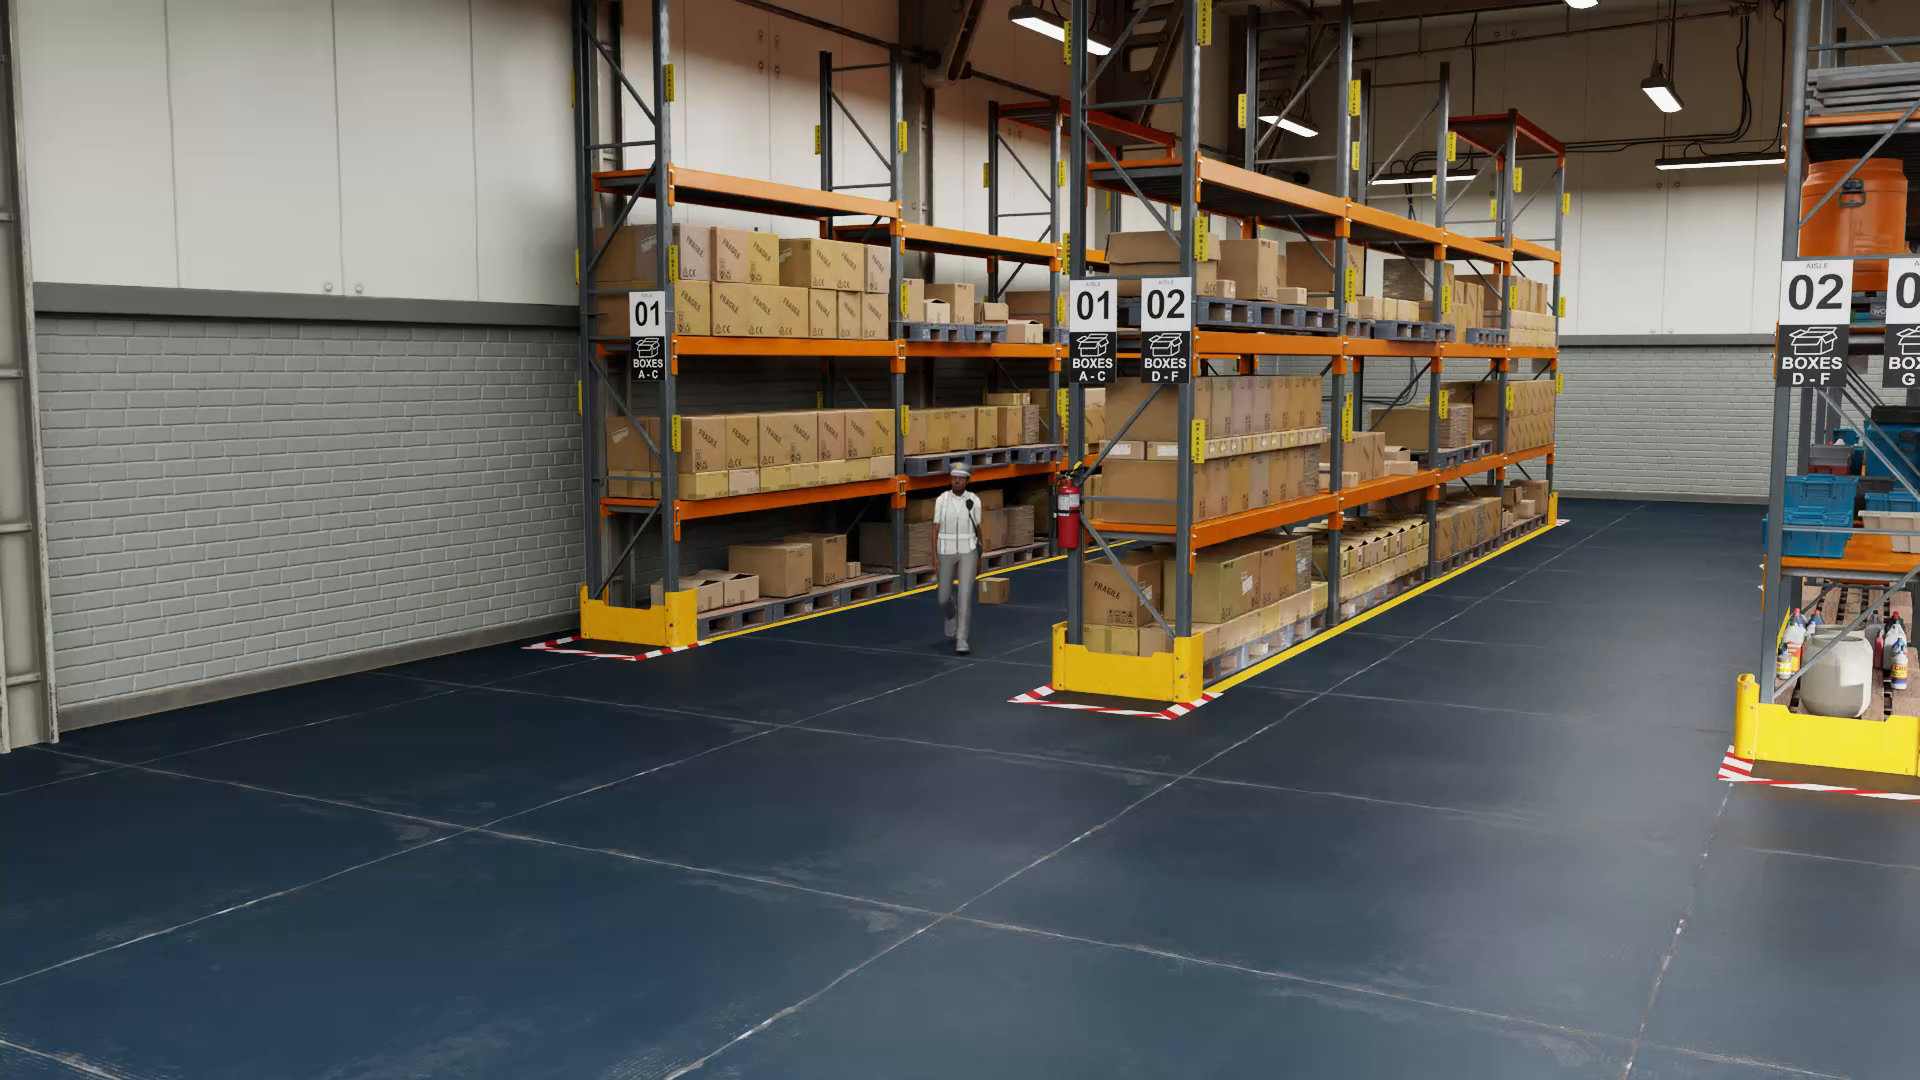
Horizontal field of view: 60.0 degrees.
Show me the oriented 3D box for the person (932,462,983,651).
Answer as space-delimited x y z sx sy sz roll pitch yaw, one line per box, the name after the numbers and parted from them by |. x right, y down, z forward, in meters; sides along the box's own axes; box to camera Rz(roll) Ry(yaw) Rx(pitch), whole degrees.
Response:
-0.024 0.125 14.934 0.458 1.662 0.767 0 6 3 | person
